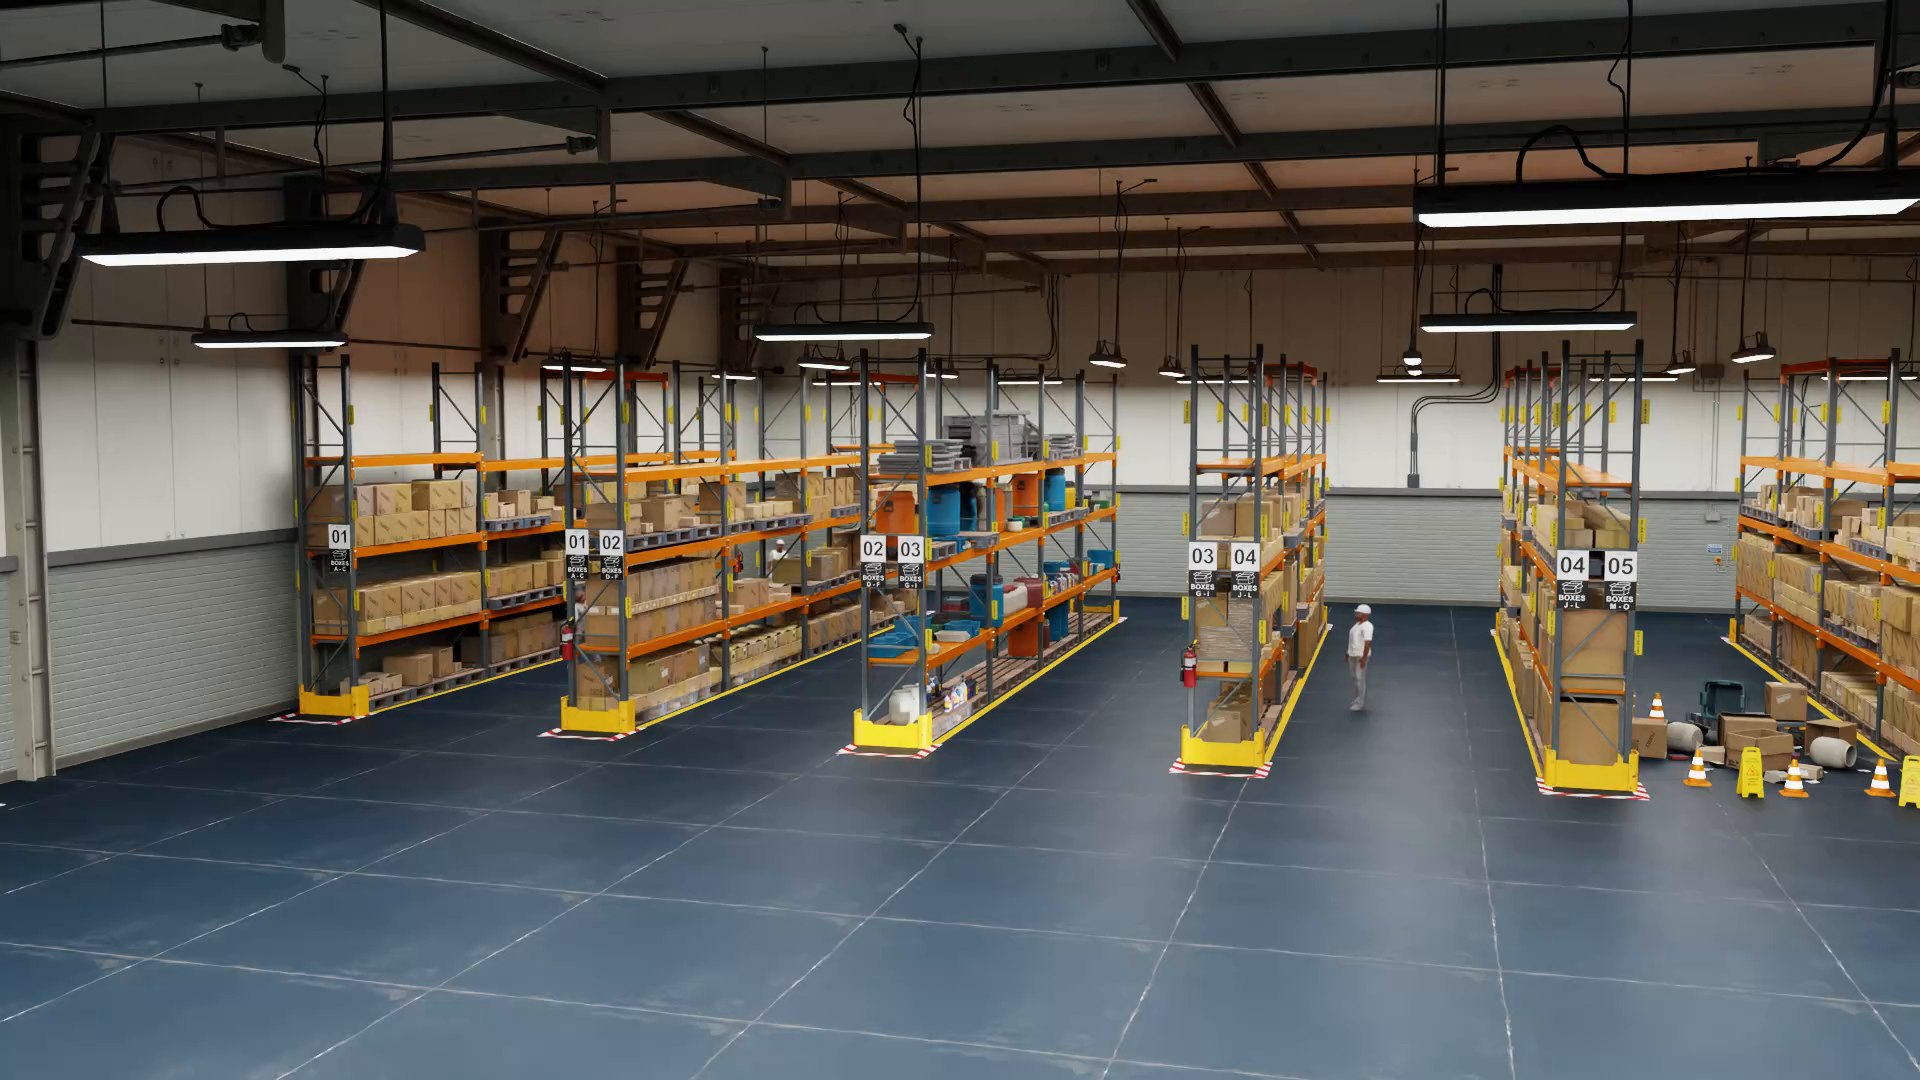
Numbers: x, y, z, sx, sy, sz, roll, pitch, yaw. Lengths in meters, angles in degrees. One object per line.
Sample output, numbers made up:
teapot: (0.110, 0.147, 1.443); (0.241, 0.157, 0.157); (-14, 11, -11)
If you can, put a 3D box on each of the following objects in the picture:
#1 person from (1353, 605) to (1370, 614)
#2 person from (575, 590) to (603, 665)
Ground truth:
person: (6.873, 1.181, 28.428); (0.267, 0.150, 0.251); (-2, 5, -27)
person: (-7.301, 1.764, 32.593); (0.604, 1.580, 0.617); (-3, 5, -32)
